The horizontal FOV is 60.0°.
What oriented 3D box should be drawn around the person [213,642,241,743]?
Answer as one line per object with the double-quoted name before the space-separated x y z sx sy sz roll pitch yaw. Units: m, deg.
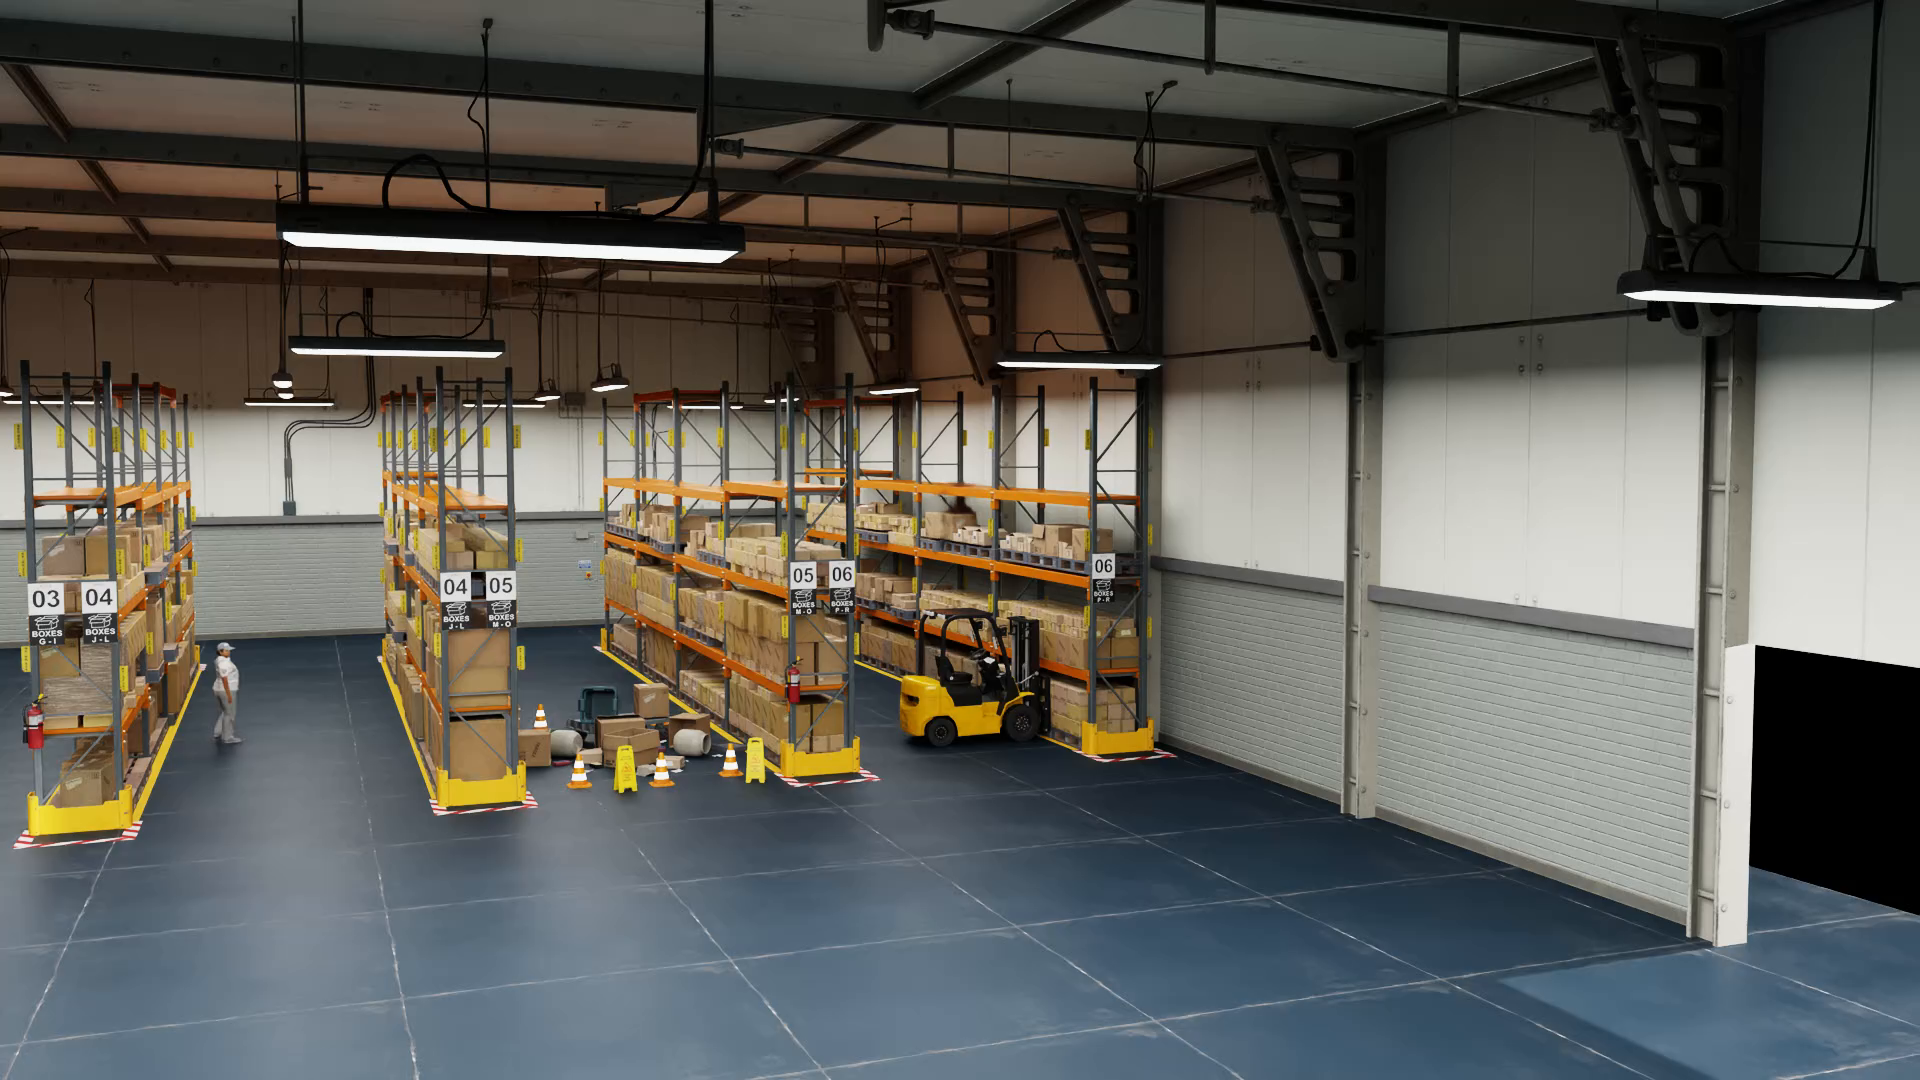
"person" -12.089 2.516 27.458 0.500 1.670 0.412 3 5 44
